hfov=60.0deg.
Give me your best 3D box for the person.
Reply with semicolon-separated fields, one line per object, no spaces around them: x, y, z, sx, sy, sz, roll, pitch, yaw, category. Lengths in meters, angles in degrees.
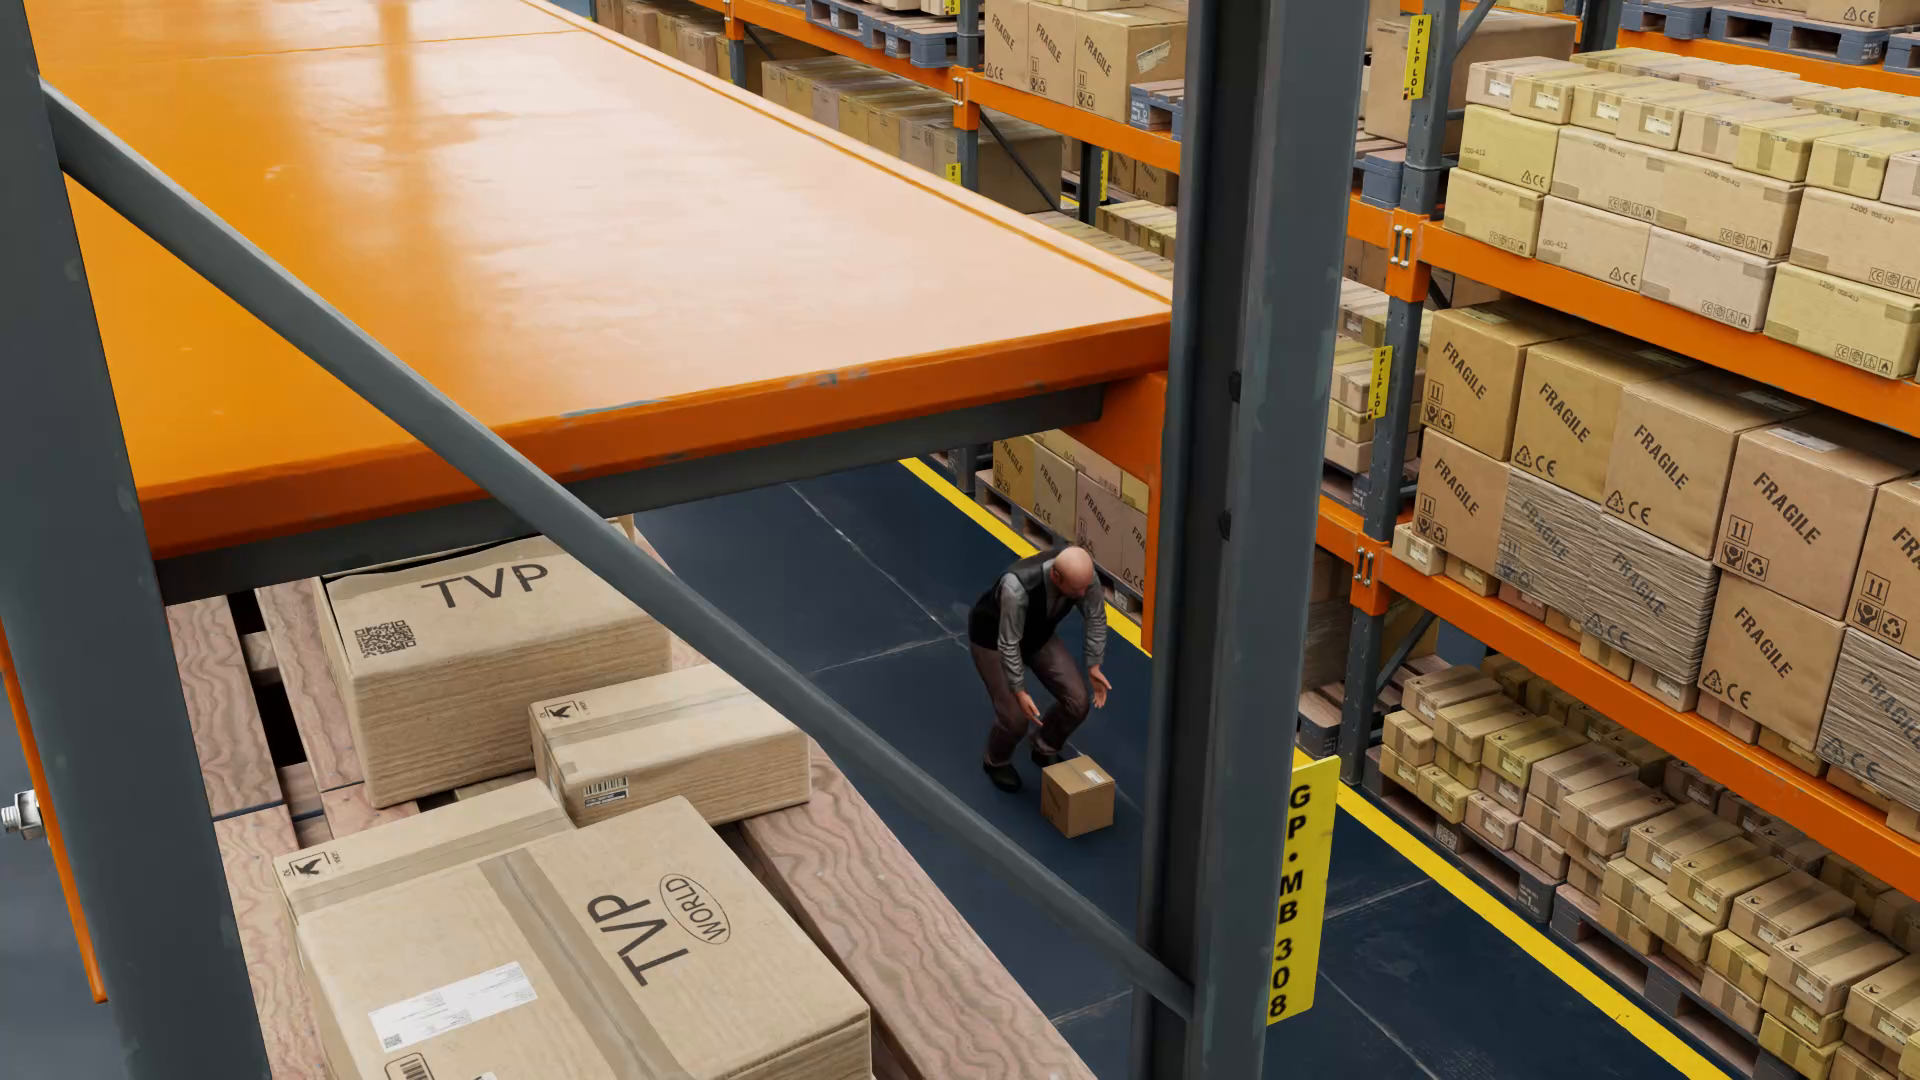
0.379;0.546;7.932;0.590;1.345;0.742;-13;28;-25;person
